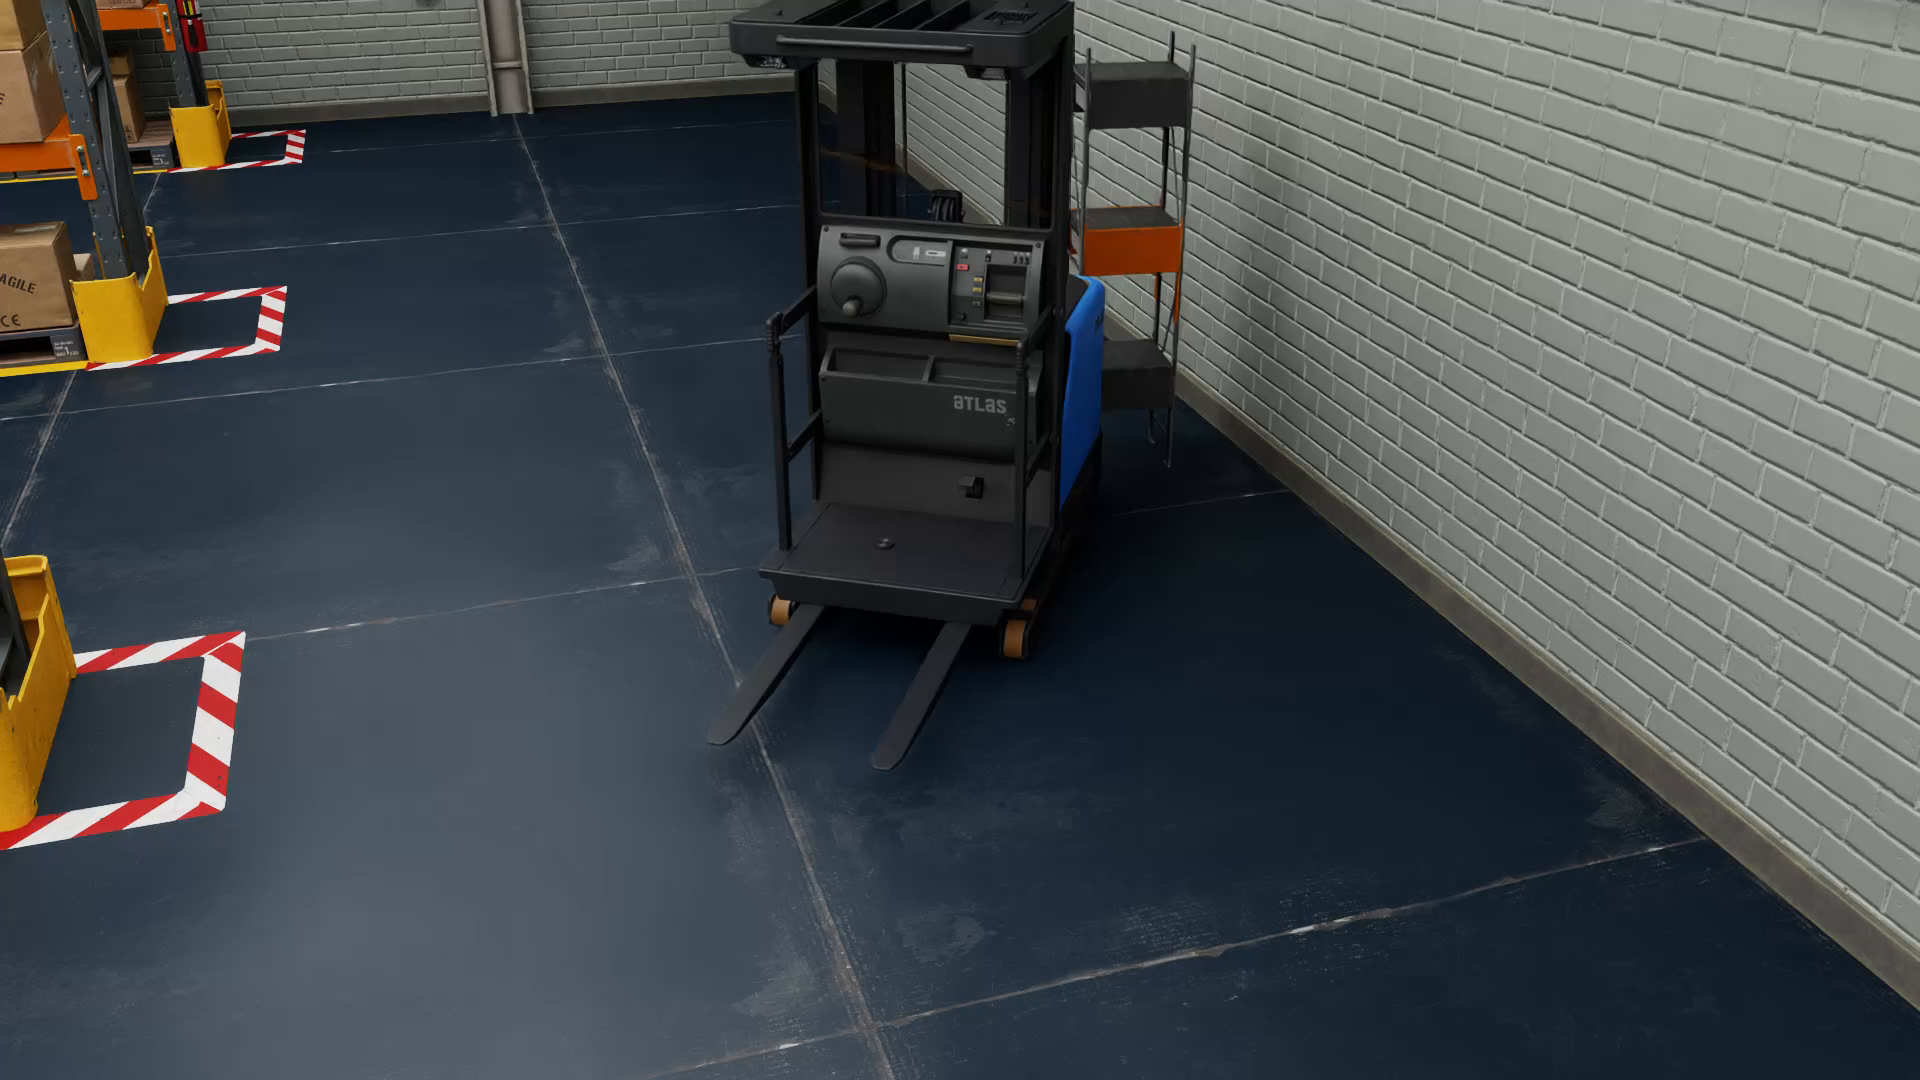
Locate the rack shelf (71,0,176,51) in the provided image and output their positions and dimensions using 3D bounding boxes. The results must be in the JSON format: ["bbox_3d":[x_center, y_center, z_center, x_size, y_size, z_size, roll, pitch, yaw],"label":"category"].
[{"bbox_3d":[-8.542,-4.156,13.558,4.000,0.370,1.077,-8,28,-16],"label":"rack shelf"}]

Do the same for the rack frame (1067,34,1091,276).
[{"bbox_3d":[0.554,-1.360,8.127,0.015,2.100,0.400,-4,27,-8],"label":"rack frame"}]

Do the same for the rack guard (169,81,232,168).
[{"bbox_3d":[-6.617,-3.638,14.515,0.348,0.500,1.175,-8,28,-16],"label":"rack guard"}]

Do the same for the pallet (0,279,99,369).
[{"bbox_3d":[-5.933,-1.290,10.112,1.213,0.211,1.003,-8,28,-16],"label":"pallet"}]

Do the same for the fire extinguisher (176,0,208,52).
[{"bbox_3d":[-6.354,-4.378,13.701,0.183,0.674,0.296,-8,28,-16],"label":"fire extinguisher"}]

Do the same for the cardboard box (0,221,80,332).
[{"bbox_3d":[-5.543,-1.558,9.832,0.500,0.500,0.500,-8,28,-16],"label":"cardboard box"}]

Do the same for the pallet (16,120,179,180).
[{"bbox_3d":[-7.376,-3.362,14.284,1.213,0.211,1.003,-8,28,-16],"label":"pallet"}]

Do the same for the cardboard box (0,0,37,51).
[{"bbox_3d":[-5.441,-2.975,9.132,0.500,0.500,0.500,-8,28,-17],"label":"cardboard box"}]

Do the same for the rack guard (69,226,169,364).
[{"bbox_3d":[-5.175,-1.530,10.269,0.348,0.500,1.175,-8,28,-16],"label":"rack guard"}]

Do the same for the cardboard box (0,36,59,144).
[{"bbox_3d":[-5.444,-2.528,9.356,0.500,0.500,0.500,-7,27,-15],"label":"cardboard box"}]

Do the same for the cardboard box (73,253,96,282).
[{"bbox_3d":[-5.607,-1.668,10.447,0.250,0.149,0.380,-8,28,-16],"label":"cardboard box"}]

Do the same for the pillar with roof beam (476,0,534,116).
[{"bbox_3d":[-3.008,-6.358,10.437,0.400,9.000,9.100,-8,28,-16],"label":"pillar with roof beam"}]

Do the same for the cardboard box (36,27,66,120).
[{"bbox_3d":[-5.606,-2.755,9.814,0.500,0.500,0.500,-8,27,-15],"label":"cardboard box"}]

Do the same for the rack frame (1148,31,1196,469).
[{"bbox_3d":[1.037,-1.392,8.193,0.015,2.100,0.400,-4,27,-8],"label":"rack frame"}]

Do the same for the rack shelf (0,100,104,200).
[{"bbox_3d":[-7.004,-2.062,9.340,4.000,0.370,1.077,-8,28,-16],"label":"rack shelf"}]

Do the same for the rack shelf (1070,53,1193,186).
[{"bbox_3d":[0.795,-1.991,7.855,0.480,0.518,0.431,-4,27,-8],"label":"rack shelf"}]

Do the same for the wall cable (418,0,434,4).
[{"bbox_3d":[-5.716,-5.785,14.887,1.851,1.984,0.084,-8,28,-16],"label":"wall cable"}]

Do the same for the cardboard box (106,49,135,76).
[{"bbox_3d":[-7.218,-4.076,14.196,0.250,0.149,0.380,-8,28,-16],"label":"cardboard box"}]

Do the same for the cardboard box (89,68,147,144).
[{"bbox_3d":[-7.275,-3.684,14.135,0.500,0.500,0.700,-8,28,-16],"label":"cardboard box"}]

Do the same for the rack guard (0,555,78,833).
[{"bbox_3d":[-3.553,0.546,6.088,0.348,0.500,1.175,-8,28,-16],"label":"rack guard"}]

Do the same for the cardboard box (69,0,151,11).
[{"bbox_3d":[-7.122,-4.814,13.736,0.700,0.700,0.980,-7,27,-14],"label":"cardboard box"}]

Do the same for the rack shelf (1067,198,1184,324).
[{"bbox_3d":[0.795,-1.364,8.166,0.480,0.518,0.431,-4,27,-8],"label":"rack shelf"}]

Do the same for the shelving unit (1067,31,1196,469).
[{"bbox_3d":[0.795,-1.376,8.160,0.503,2.100,0.431,-4,27,-8],"label":"shelving unit"}]

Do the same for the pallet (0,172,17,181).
[{"bbox_3d":[-8.534,-3.195,13.949,1.213,0.211,1.003,-8,28,-16],"label":"pallet"}]

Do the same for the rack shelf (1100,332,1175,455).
[{"bbox_3d":[0.795,-0.737,8.477,0.480,0.518,0.431,-4,27,-8],"label":"rack shelf"}]

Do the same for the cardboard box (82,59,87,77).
[{"bbox_3d":[-7.340,-3.879,13.800,0.250,0.149,0.380,-9,28,-17],"label":"cardboard box"}]

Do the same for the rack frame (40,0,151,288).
[{"bbox_3d":[-5.103,-2.660,9.734,0.127,3.000,1.000,-8,28,-16],"label":"rack frame"}]

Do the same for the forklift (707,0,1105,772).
[{"bbox_3d":[-0.176,-1.016,6.501,1.130,2.935,3.031,7,27,13],"label":"forklift"}]

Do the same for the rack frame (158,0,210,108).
[{"bbox_3d":[-6.640,-4.754,13.952,0.127,3.000,1.000,-8,28,-16],"label":"rack frame"}]

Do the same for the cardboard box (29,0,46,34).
[{"bbox_3d":[-5.606,-3.203,9.591,0.500,0.500,0.500,-7,27,-15],"label":"cardboard box"}]

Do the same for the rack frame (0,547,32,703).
[{"bbox_3d":[-3.572,-0.565,5.515,0.127,3.000,1.000,-8,28,-16],"label":"rack frame"}]
